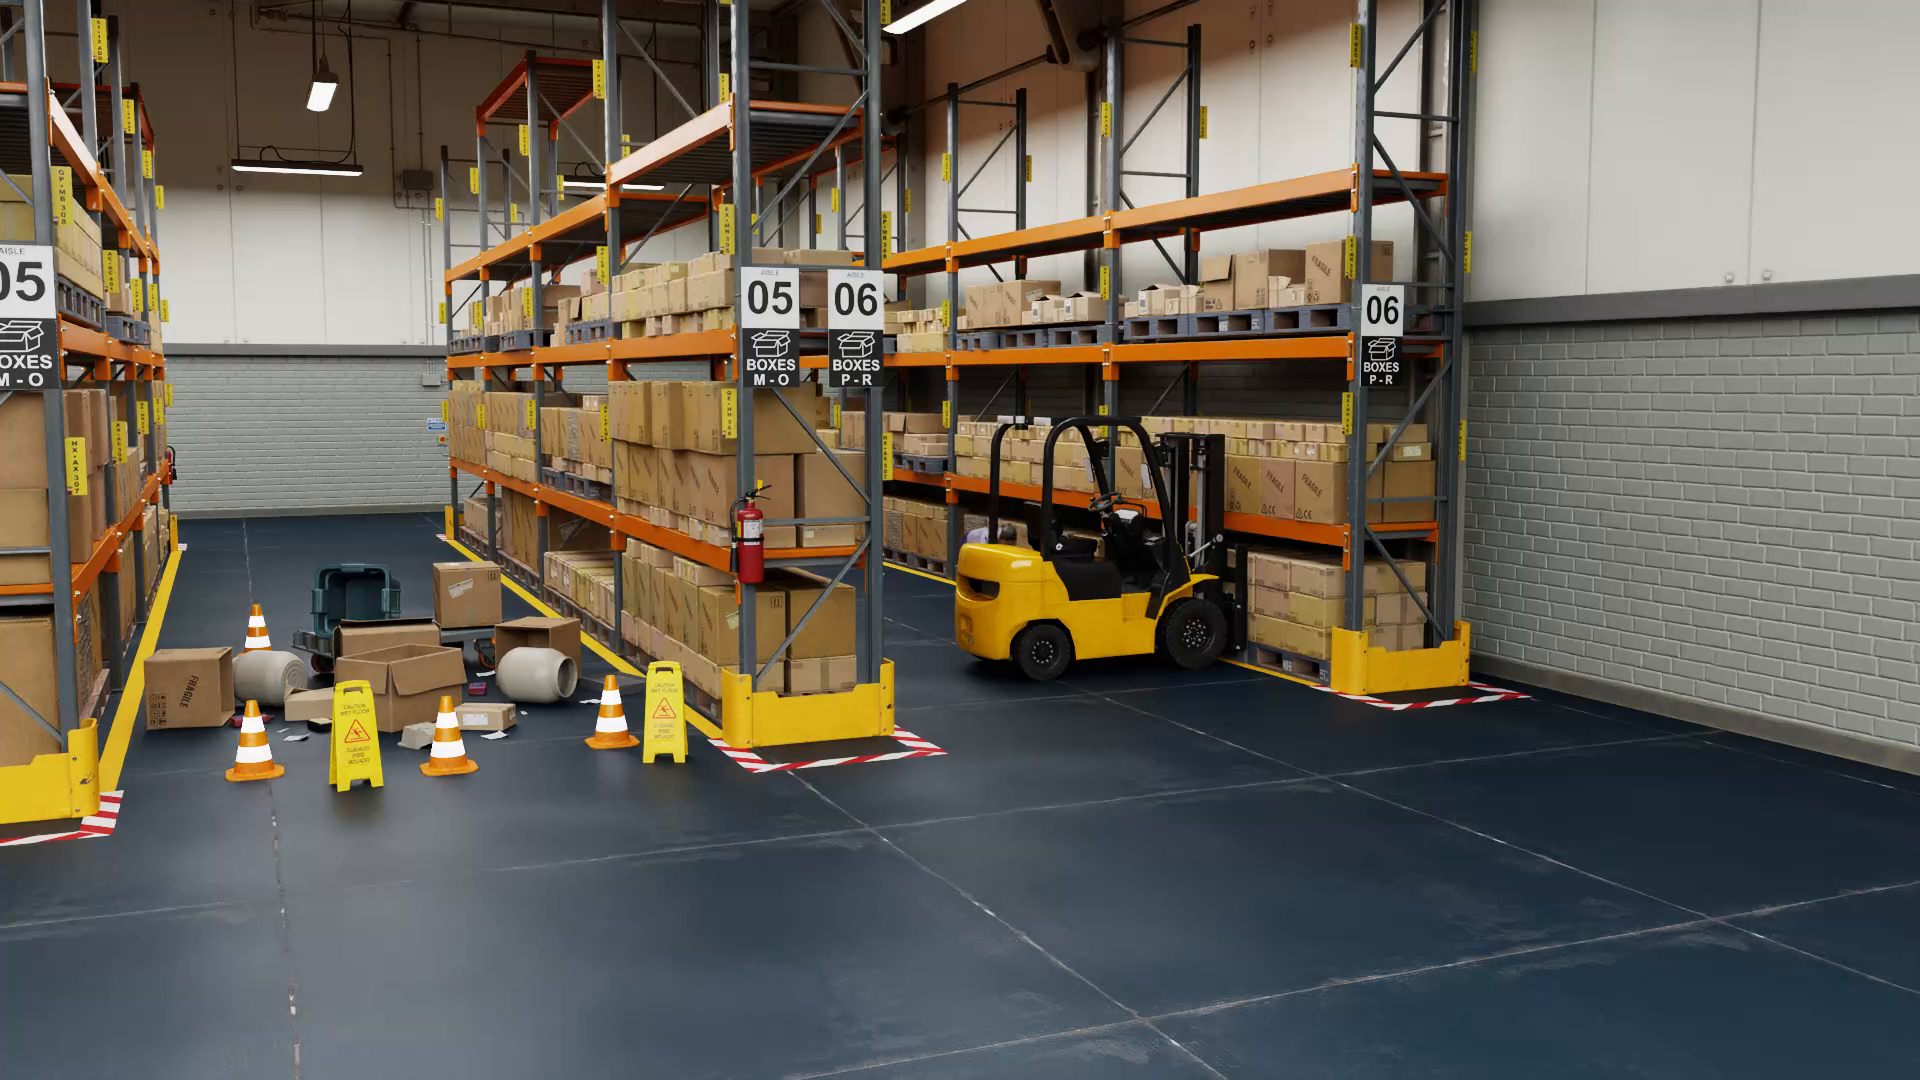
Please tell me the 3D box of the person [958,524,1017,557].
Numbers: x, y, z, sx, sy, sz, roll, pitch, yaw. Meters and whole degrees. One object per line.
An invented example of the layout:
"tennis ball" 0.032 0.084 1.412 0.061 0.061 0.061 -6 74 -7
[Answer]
"person" 0.311 0.322 17.065 0.501 1.015 0.892 -3 6 -26
